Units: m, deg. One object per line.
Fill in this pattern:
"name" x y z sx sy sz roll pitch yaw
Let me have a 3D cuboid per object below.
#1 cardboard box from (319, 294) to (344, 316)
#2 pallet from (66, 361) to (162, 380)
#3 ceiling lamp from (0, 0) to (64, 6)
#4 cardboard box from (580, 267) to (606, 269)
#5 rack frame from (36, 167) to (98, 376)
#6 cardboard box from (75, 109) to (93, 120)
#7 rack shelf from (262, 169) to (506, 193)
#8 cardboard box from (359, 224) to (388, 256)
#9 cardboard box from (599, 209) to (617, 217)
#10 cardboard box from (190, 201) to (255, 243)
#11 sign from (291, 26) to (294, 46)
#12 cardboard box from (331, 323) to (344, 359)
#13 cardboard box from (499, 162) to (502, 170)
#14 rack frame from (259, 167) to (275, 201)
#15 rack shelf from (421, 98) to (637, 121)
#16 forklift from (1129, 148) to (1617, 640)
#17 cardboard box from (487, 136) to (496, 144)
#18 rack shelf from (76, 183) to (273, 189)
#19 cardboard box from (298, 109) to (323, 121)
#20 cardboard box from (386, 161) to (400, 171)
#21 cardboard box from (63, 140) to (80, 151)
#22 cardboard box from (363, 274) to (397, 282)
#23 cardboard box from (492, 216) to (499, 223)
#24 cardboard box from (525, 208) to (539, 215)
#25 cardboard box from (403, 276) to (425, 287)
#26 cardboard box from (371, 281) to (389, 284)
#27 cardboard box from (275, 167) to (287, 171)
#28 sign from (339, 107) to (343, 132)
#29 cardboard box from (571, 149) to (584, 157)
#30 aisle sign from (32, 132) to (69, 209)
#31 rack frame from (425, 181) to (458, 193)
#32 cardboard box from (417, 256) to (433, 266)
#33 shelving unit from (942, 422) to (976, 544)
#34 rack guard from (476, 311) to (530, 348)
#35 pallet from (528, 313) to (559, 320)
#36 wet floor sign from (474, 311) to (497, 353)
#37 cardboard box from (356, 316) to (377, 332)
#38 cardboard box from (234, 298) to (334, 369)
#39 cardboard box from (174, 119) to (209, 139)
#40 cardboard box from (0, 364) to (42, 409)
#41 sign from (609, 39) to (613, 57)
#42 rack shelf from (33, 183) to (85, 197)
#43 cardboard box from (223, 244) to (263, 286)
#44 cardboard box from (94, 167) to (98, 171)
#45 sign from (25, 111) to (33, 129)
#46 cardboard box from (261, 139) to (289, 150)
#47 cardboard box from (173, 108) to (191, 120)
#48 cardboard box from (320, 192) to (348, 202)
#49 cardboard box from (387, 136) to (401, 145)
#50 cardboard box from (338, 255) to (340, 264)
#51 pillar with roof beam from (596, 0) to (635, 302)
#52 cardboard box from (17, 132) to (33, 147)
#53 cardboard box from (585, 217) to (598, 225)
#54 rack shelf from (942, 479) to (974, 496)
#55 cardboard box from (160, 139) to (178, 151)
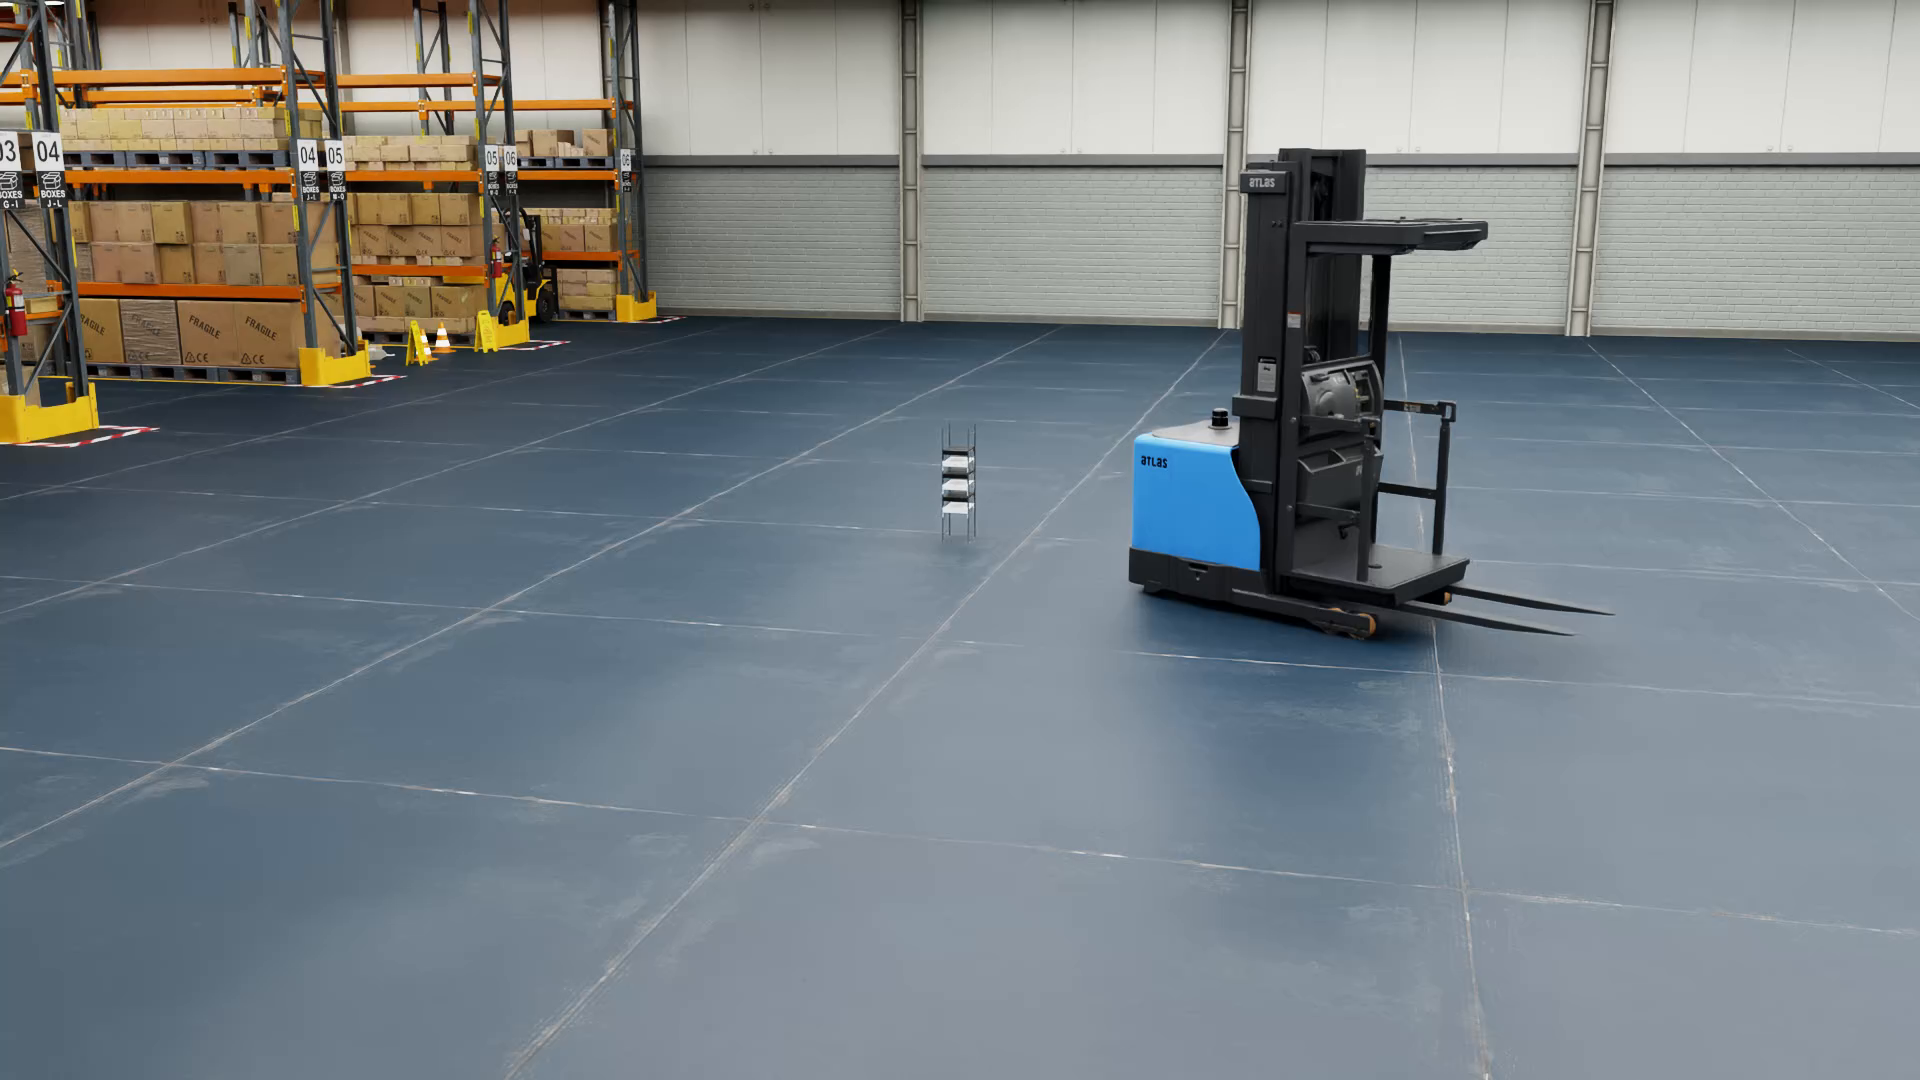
"cardboard box" -10.307 -4.016 27.730 0.500 0.500 0.500 4 13 16
"pallet" -11.706 -2.436 23.402 1.213 0.211 1.003 3 13 14
"ceiling lamp" -17.632 -11.632 31.083 2.000 3.185 0.800 3 13 14
"cardboard box" -7.176 -5.177 32.386 0.500 0.250 0.500 3 13 14
"rack frame" -12.426 -3.854 23.352 0.127 3.000 1.000 3 13 14
"cardboard box" -11.660 -5.722 22.386 0.250 0.149 0.380 3 13 13
"rack shelf" -9.396 -5.909 27.352 4.000 0.370 1.077 3 13 14
"cardboard box" -9.505 -4.940 27.332 0.500 0.500 0.500 3 13 14
"cardboard box" -6.667 -6.221 31.608 0.250 0.149 0.380 3 13 14
"cardboard box" -9.961 -4.341 22.707 0.550 0.550 0.875 3 13 14
"sign" -11.190 -8.436 27.818 0.005 0.325 0.100 3 13 14
"cardboard box" -9.766 -3.032 25.413 0.637 0.503 0.797 -6 14 -25
"cardboard box" -7.699 -6.119 27.219 0.250 0.149 0.380 3 13 14
"rack frame" -11.338 -4.900 28.067 0.127 3.000 1.000 3 13 14
"rack shelf" -8.211 -8.222 31.776 4.000 0.370 1.077 3 13 14
"forklift" 2.580 -0.947 10.408 3.031 2.935 1.130 11 17 41
"cardboard box" -7.751 -6.485 27.024 0.250 0.149 0.380 3 13 13
"rack shelf" -15.978 -7.368 33.929 4.000 0.370 1.077 3 13 14
"cardboard box" -8.790 -5.715 22.355 0.250 0.149 0.380 3 13 14
"cardboard box" -9.105 -6.066 26.978 0.250 0.149 0.380 3 13 12
"cardboard box" -11.902 -5.346 22.532 0.250 0.149 0.380 3 13 14
"cardboard box" -11.413 -5.056 33.285 0.625 0.625 0.875 3 13 13
"cardboard box" -8.918 -6.174 32.083 0.250 0.149 0.380 3 13 13
"cardboard box" -8.158 -6.299 31.961 0.250 0.149 0.380 3 13 14
"cardboard box" -8.911 -4.243 27.257 0.250 0.149 0.380 3 13 14
"cardboard box" -9.709 -4.102 28.119 0.500 0.500 0.500 4 13 17
"cardboard box" -11.092 -6.173 27.461 0.250 0.149 0.380 3 13 13
"sign" -8.404 -5.692 22.513 0.005 0.325 0.100 3 13 14
"cardboard box" -7.146 -7.311 31.389 0.250 0.149 0.380 3 13 12
"aisle sign" -9.697 -3.937 17.727 0.004 0.787 0.394 3 13 14
"rack frame" -10.152 -5.944 32.773 0.127 3.000 1.000 3 13 14
"cardboard box" -8.642 -4.559 27.109 0.250 0.149 0.380 3 13 15
"shelving unit" -0.008 -0.440 12.812 0.210 0.900 0.258 3 13 14
"rack guard" -7.528 -3.476 27.420 0.348 0.500 1.175 3 13 14
"pallet" -8.202 -4.470 32.566 1.213 0.211 1.003 3 13 14
"wet floor sign" -7.526 -3.308 26.328 0.232 0.644 0.267 8 15 33
"cardboard box" -9.793 -3.623 27.690 0.500 0.250 0.500 3 13 13
"cardboard box" -9.217 -2.835 22.697 0.875 0.875 0.875 3 13 14
"cardboard box" -10.057 -5.455 22.105 0.500 0.250 0.500 3 13 13
"cardboard box" -10.431 -1.629 18.126 0.500 0.500 0.500 6 14 24
"sign" -6.413 -9.046 30.567 0.005 0.325 0.100 3 13 14
"rack shelf" -14.368 -5.071 23.573 4.000 0.370 1.077 3 13 14
"cardboard box" -9.453 -3.753 22.552 0.550 0.550 0.875 3 13 14
"cardboard box" -14.709 -6.441 28.398 0.258 0.266 0.396 3 13 14
"sign" -12.546 -5.609 22.420 0.005 0.325 0.100 3 13 14
"cardboard box" -8.946 -5.188 21.819 0.250 0.149 0.380 3 13 13
"cardboard box" -10.185 -5.643 22.031 0.250 0.149 0.380 3 13 13
"cardboard box" -10.472 -5.482 27.467 0.500 0.500 0.700 3 13 14
"cardboard box" -9.064 -6.467 26.944 0.250 0.149 0.380 3 13 12
"cardboard box" -10.088 -4.656 27.550 0.250 0.149 0.380 3 13 13
"pillar with roof beam" -7.760 -7.985 28.124 0.400 9.000 9.100 3 13 14
"cardboard box" -10.041 -4.257 17.670 0.250 0.149 0.380 3 13 13
"cardboard box" -6.928 -6.068 31.603 0.250 0.149 0.380 3 13 14
"rack shelf" -0.008 -0.407 12.820 0.200 0.077 0.258 3 13 14
"cardboard box" -10.427 -5.267 22.176 0.250 0.149 0.380 3 13 14
